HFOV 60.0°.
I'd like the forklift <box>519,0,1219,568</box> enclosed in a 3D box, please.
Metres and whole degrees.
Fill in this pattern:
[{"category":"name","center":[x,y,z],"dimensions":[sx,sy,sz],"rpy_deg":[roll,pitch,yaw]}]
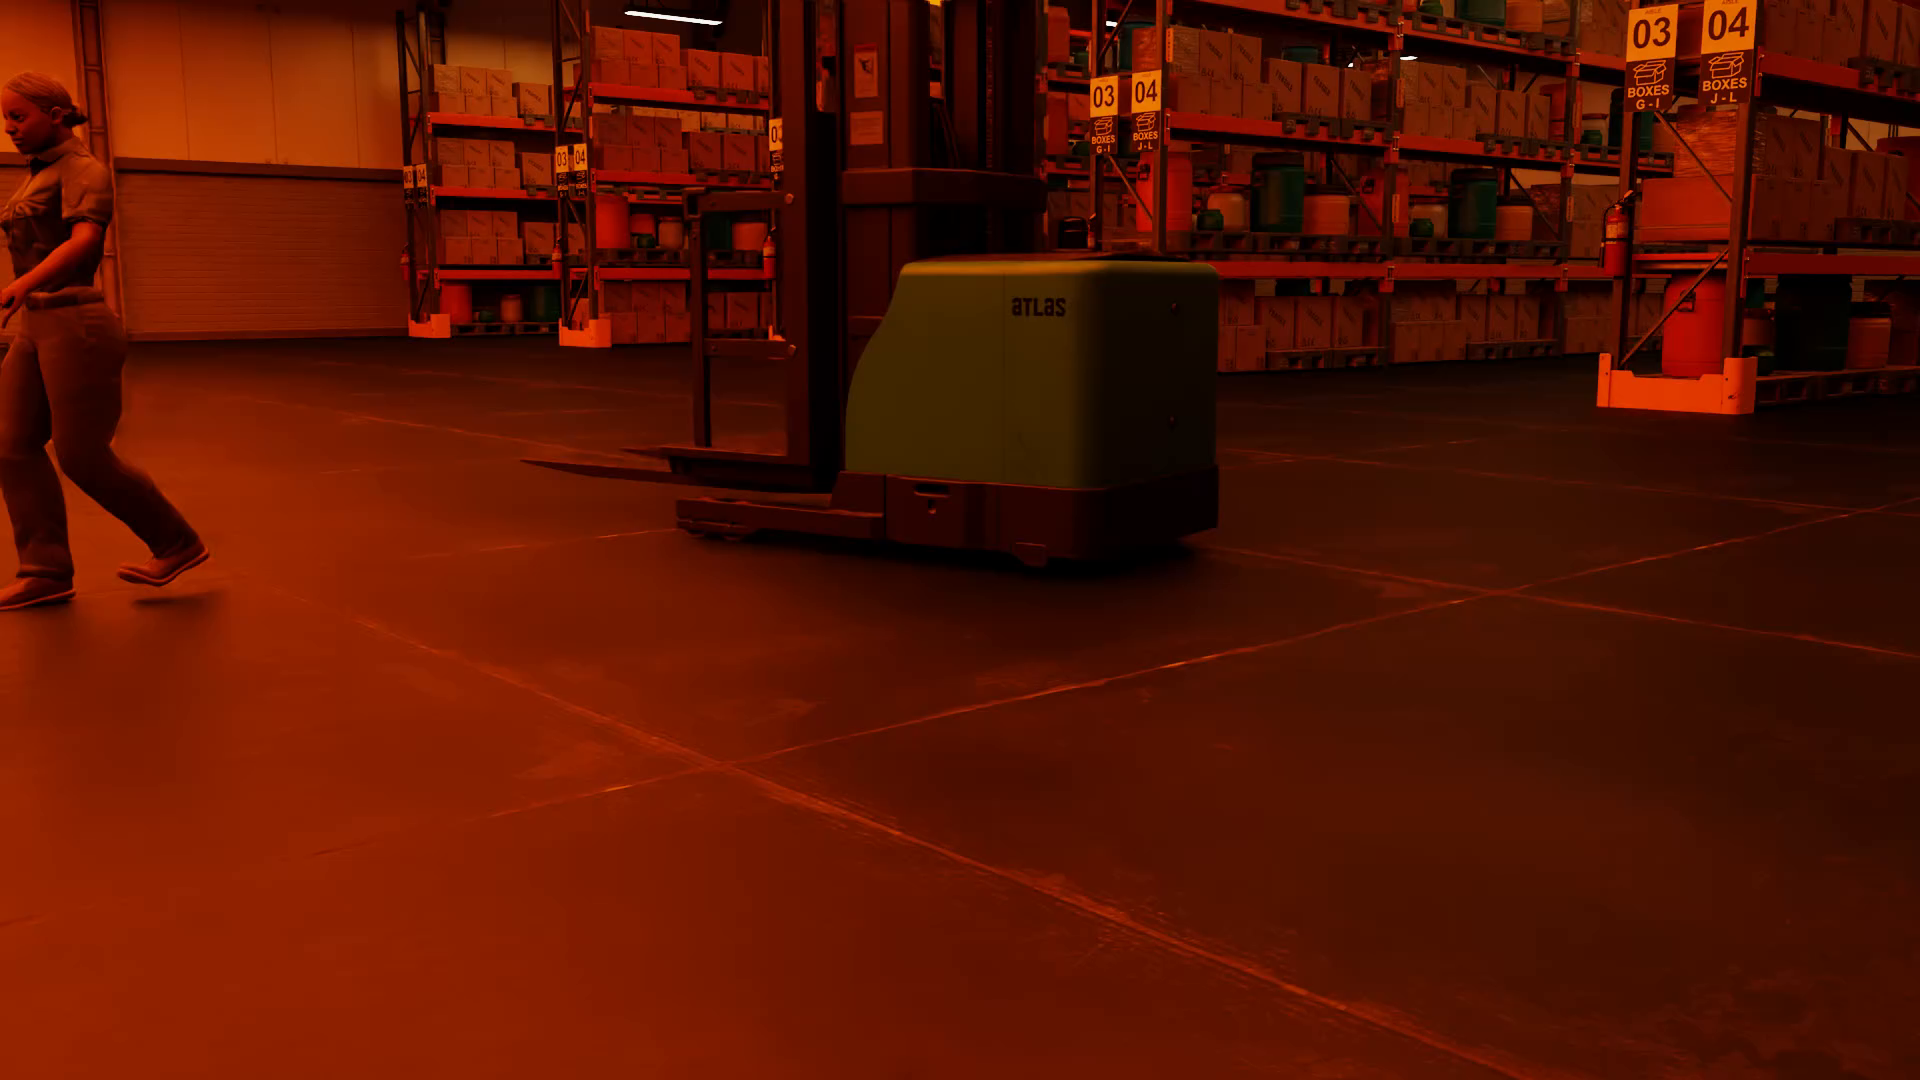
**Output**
[{"category":"forklift","center":[-0.518,-1.499,6.643],"dimensions":[3.031,2.935,1.130],"rpy_deg":[6,11,33]}]

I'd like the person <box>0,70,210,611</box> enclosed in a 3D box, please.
[{"category":"person","center":[-2.781,-0.607,5.151],"dimensions":[0.817,1.640,0.697],"rpy_deg":[8,12,41]}]
